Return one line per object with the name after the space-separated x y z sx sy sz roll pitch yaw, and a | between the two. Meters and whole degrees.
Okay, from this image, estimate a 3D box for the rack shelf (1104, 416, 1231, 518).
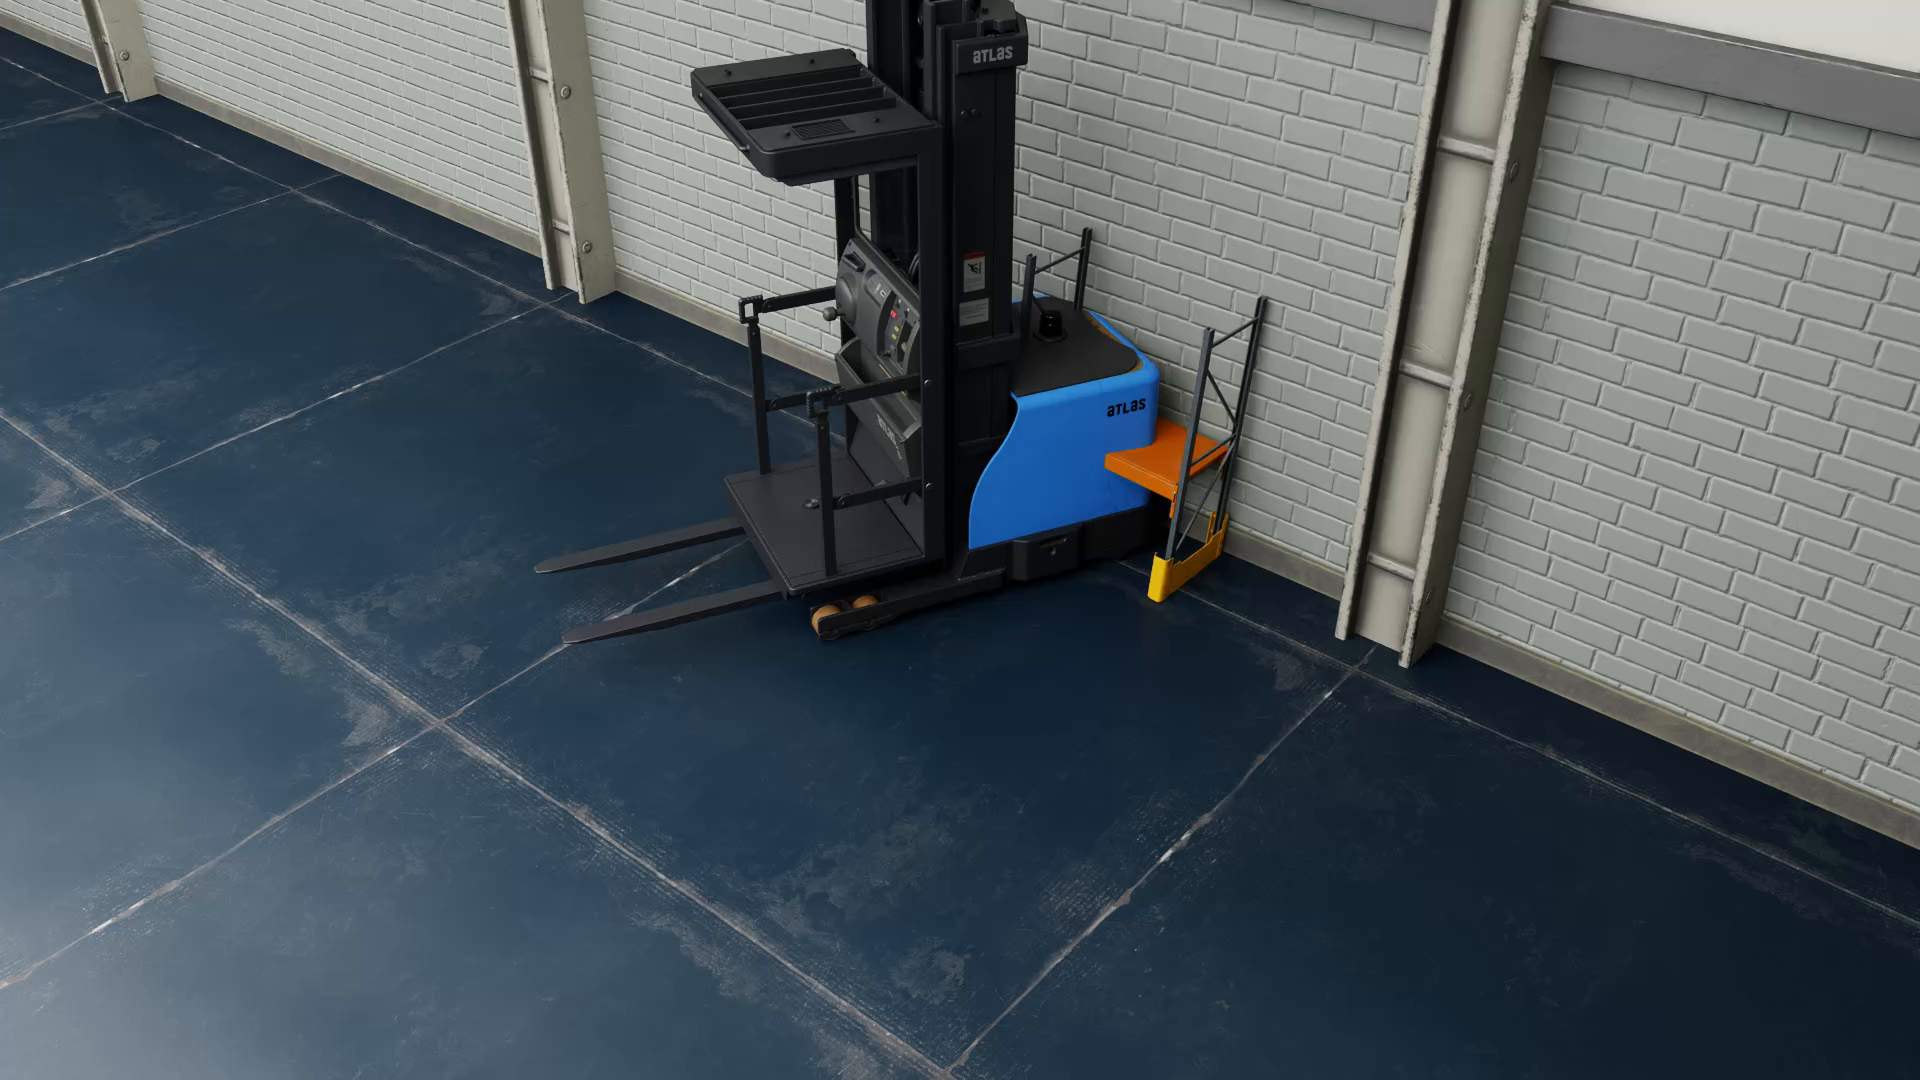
0.814 -0.488 8.409 1.000 0.185 0.538 28 41 30 | rack shelf

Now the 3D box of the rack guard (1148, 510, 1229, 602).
1.157 0.077 8.422 0.087 0.250 0.587 28 41 30 | rack guard

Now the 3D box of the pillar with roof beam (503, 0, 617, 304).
-5.298 -3.539 5.954 0.400 9.000 9.100 25 42 32 | pillar with roof beam

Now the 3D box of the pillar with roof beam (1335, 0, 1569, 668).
-0.687 -1.365 2.789 0.400 9.000 9.100 25 42 32 | pillar with roof beam

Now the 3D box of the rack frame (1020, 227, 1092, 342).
0.436 -0.843 8.557 0.032 1.500 0.500 28 41 30 | rack frame

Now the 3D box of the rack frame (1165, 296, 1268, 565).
1.217 -0.427 8.056 0.032 1.500 0.500 28 41 30 | rack frame

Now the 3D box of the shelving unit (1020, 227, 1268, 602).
0.820 -0.639 8.311 1.083 1.500 0.587 28 41 30 | shelving unit

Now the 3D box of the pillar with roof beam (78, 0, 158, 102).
-9.910 -5.712 9.118 0.400 9.000 9.100 25 42 32 | pillar with roof beam

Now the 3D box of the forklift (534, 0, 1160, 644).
-0.572 -1.066 7.713 3.031 2.935 1.130 -14 37 -19 | forklift
